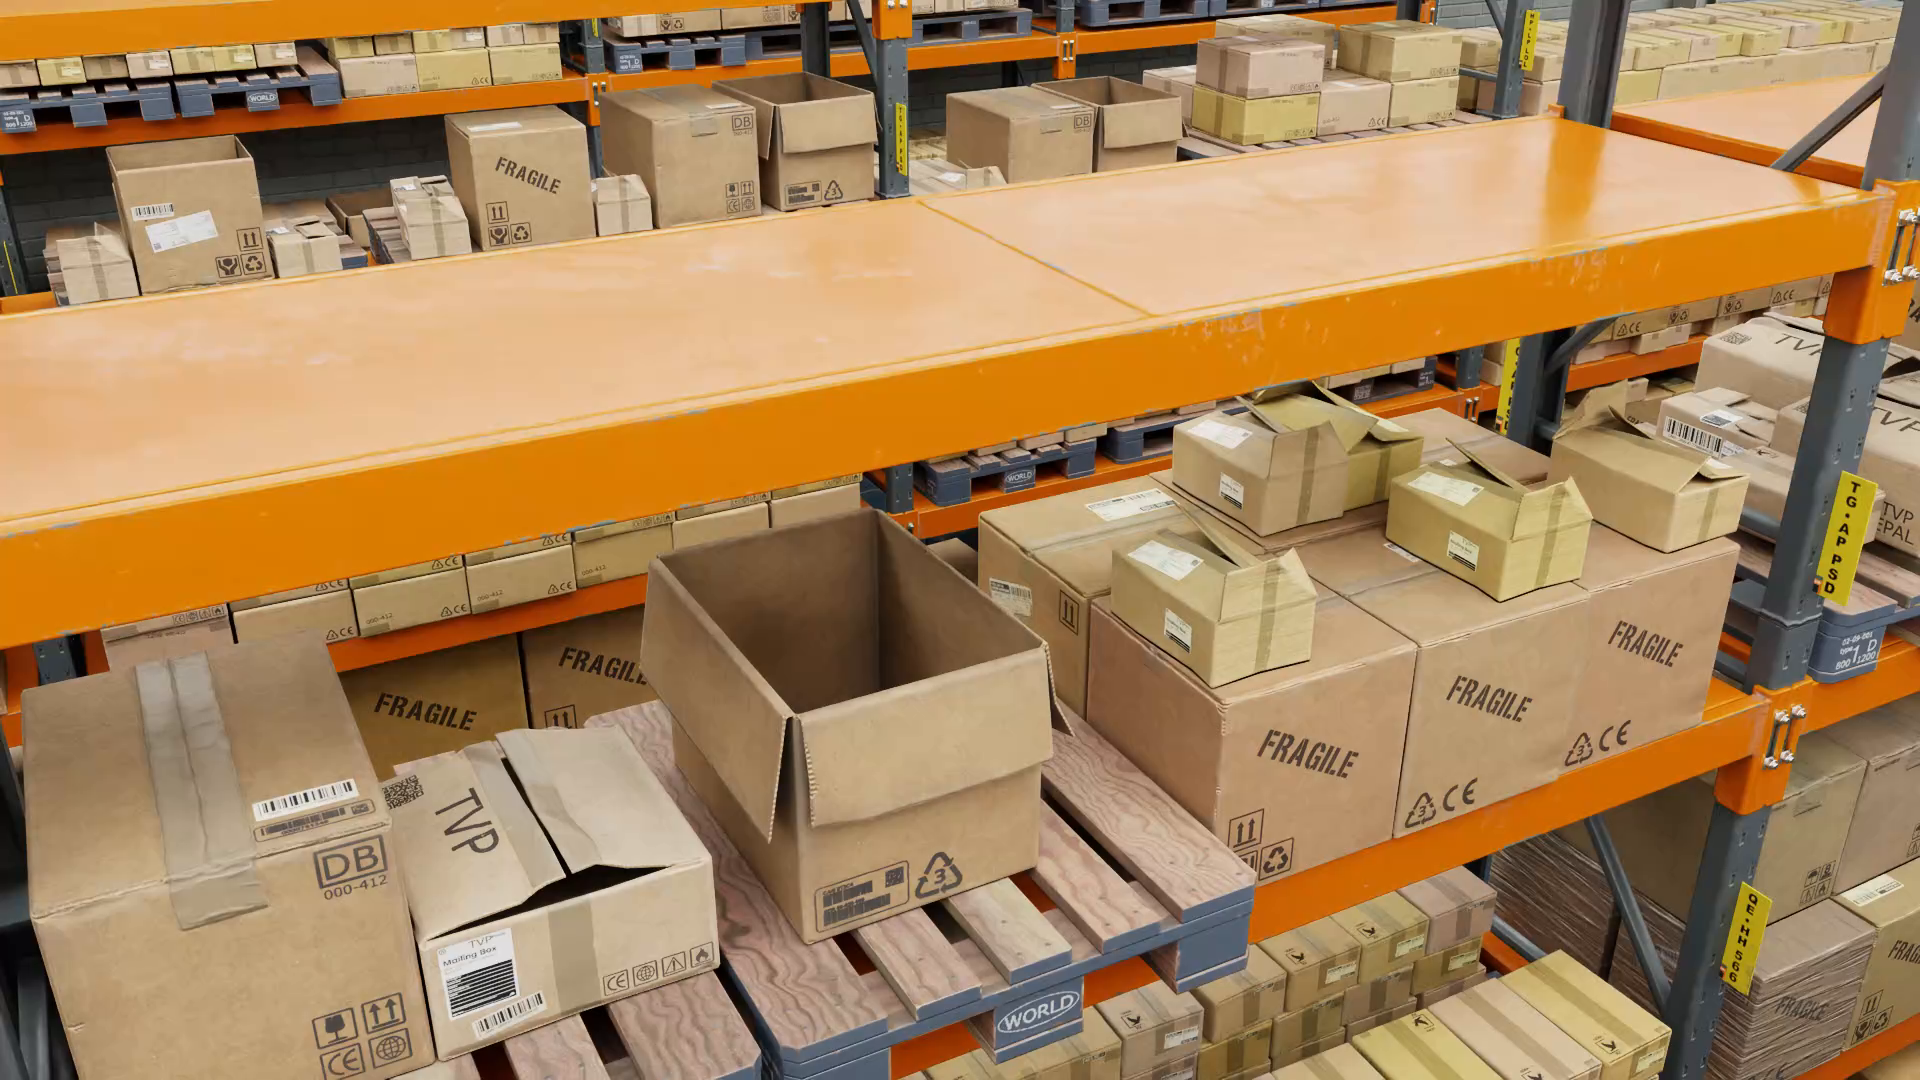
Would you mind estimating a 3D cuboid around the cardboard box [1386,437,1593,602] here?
[{"bbox_3d":[1.206,-0.076,3.779,0.258,0.266,0.396,-13,29,-25],"label":"cardboard box"}]

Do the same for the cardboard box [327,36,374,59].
[{"bbox_3d":[-4.219,-3.438,11.494,0.250,0.149,0.380,-12,28,-24],"label":"cardboard box"}]

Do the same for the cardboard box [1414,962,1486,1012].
[{"bbox_3d":[1.396,1.313,5.157,0.250,0.149,0.380,-13,29,-26],"label":"cardboard box"}]

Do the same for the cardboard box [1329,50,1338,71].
[{"bbox_3d":[2.293,-2.818,10.178,0.500,0.250,0.500,-14,29,-26],"label":"cardboard box"}]

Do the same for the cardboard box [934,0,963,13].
[{"bbox_3d":[-0.169,-4.338,13.346,0.250,0.149,0.380,-13,29,-25],"label":"cardboard box"}]

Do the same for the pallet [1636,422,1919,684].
[{"bbox_3d":[2.429,-0.044,4.930,1.003,0.211,1.213,-12,28,-23],"label":"pallet"}]

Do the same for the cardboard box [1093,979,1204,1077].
[{"bbox_3d":[0.461,1.264,4.571,0.250,0.149,0.380,-12,28,-23],"label":"cardboard box"}]

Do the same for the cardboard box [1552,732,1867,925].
[{"bbox_3d":[2.287,0.791,5.167,0.500,0.500,0.700,-13,29,-25],"label":"cardboard box"}]

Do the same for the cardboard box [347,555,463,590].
[{"bbox_3d":[-2.636,-0.030,7.744,0.500,0.250,0.500,-13,28,-24],"label":"cardboard box"}]

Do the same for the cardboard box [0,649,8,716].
[{"bbox_3d":[-4.351,0.467,6.999,0.500,0.500,0.500,-13,28,-25],"label":"cardboard box"}]

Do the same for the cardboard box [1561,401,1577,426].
[{"bbox_3d":[4.112,-0.728,11.428,0.500,0.500,0.500,-12,28,-23],"label":"cardboard box"}]

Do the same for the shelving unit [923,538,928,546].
[{"bbox_3d":[0.006,-0.677,11.230,0.755,1.500,0.431,-13,29,-25],"label":"shelving unit"}]

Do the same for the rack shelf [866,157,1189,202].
[{"bbox_3d":[1.232,-1.930,9.472,4.000,0.370,1.077,-13,29,-25],"label":"rack shelf"}]

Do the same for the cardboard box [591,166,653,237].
[{"bbox_3d":[-1.583,-1.562,7.544,0.258,0.266,0.396,-14,29,-26],"label":"cardboard box"}]

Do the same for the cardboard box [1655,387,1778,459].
[{"bbox_3d":[2.311,-0.312,4.941,0.250,0.166,0.380,-13,29,-25],"label":"cardboard box"}]

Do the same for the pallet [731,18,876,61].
[{"bbox_3d":[-1.329,-4.058,13.292,1.213,0.211,1.003,-12,28,-23],"label":"pallet"}]

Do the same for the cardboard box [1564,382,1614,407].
[{"bbox_3d":[4.236,-1.015,11.276,0.250,0.149,0.380,-12,28,-23],"label":"cardboard box"}]

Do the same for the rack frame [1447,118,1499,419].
[{"bbox_3d":[2.997,-1.310,10.814,0.127,3.000,1.000,-13,29,-25],"label":"rack frame"}]

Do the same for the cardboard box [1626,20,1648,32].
[{"bbox_3d":[4.287,-3.346,10.959,0.250,0.149,0.380,-13,28,-25],"label":"cardboard box"}]

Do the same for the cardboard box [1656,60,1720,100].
[{"bbox_3d":[4.413,-2.919,10.530,0.500,0.250,0.500,-13,28,-25],"label":"cardboard box"}]

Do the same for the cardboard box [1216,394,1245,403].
[{"bbox_3d":[1.485,-0.959,9.889,0.250,0.149,0.380,-14,29,-27],"label":"cardboard box"}]

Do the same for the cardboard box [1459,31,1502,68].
[{"bbox_3d":[3.174,-3.056,10.355,0.250,0.149,0.380,-12,28,-24],"label":"cardboard box"}]

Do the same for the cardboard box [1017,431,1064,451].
[{"bbox_3d":[0.370,-0.649,9.244,0.250,0.149,0.380,-15,29,-28],"label":"cardboard box"}]

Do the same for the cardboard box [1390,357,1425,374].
[{"bbox_3d":[2.673,-1.176,10.340,0.250,0.149,0.380,-13,28,-24],"label":"cardboard box"}]

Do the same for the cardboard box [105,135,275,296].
[{"bbox_3d":[-3.148,-1.336,6.802,0.500,0.500,0.500,-14,29,-26],"label":"cardboard box"}]

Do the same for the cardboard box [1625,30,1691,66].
[{"bbox_3d":[4.321,-3.075,10.395,0.250,0.149,0.380,-14,29,-27],"label":"cardboard box"}]

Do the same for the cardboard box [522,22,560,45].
[{"bbox_3d":[-3.071,-3.690,12.019,0.250,0.149,0.380,-12,28,-24],"label":"cardboard box"}]

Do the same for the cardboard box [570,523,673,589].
[{"bbox_3d":[-1.752,-0.019,8.299,0.500,0.250,0.500,-13,29,-26],"label":"cardboard box"}]

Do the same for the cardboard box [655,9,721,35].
[{"bbox_3d":[-2.117,-4.076,12.394,0.500,0.500,0.500,-13,28,-25],"label":"cardboard box"}]

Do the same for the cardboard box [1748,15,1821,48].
[{"bbox_3d":[5.438,-3.365,10.999,0.250,0.149,0.380,-13,29,-25],"label":"cardboard box"}]

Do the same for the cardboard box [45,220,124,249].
[{"bbox_3d":[-5.869,-1.823,11.282,0.500,0.500,0.700,-12,28,-24],"label":"cardboard box"}]

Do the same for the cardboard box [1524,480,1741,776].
[{"bbox_3d":[1.502,0.191,4.108,0.500,0.500,0.500,-13,29,-25],"label":"cardboard box"}]

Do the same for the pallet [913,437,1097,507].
[{"bbox_3d":[0.046,-0.594,9.546,1.003,0.211,1.213,-13,29,-25],"label":"pallet"}]

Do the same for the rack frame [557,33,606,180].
[{"bbox_3d":[-2.871,-2.390,13.064,0.127,3.000,1.000,-13,29,-25],"label":"rack frame"}]

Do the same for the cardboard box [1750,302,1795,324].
[{"bbox_3d":[5.677,-1.651,11.816,0.250,0.149,0.380,-12,28,-24],"label":"cardboard box"}]

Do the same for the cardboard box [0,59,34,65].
[{"bbox_3d":[-5.931,-3.076,10.373,0.250,0.149,0.380,-12,28,-24],"label":"cardboard box"}]

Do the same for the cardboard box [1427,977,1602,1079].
[{"bbox_3d":[1.447,1.356,4.380,0.250,0.149,0.380,-13,29,-26],"label":"cardboard box"}]

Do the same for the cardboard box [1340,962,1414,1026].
[{"bbox_3d":[1.127,1.243,4.960,0.250,0.149,0.380,-12,28,-23],"label":"cardboard box"}]

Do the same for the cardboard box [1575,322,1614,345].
[{"bbox_3d":[3.949,-1.583,10.925,0.500,0.500,0.500,-13,29,-25],"label":"cardboard box"}]

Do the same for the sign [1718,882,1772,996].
[{"bbox_3d":[2.150,1.094,4.562,0.005,0.325,0.100,-13,29,-25],"label":"sign"}]

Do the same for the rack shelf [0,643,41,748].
[{"bbox_3d":[-5.826,1.051,6.728,4.000,0.370,1.077,-13,29,-25],"label":"rack shelf"}]

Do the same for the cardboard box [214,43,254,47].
[{"bbox_3d":[-4.826,-3.365,10.975,0.250,0.149,0.380,-13,28,-25],"label":"cardboard box"}]

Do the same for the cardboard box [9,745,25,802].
[{"bbox_3d":[-4.666,1.372,7.703,0.875,0.438,0.875,-13,29,-26],"label":"cardboard box"}]

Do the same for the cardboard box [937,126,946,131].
[{"bbox_3d":[-0.014,-3.518,14.548,0.250,0.149,0.380,-14,29,-27],"label":"cardboard box"}]

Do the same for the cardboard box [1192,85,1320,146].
[{"bbox_3d":[1.651,-2.405,9.318,0.500,0.250,0.500,-13,28,-24],"label":"cardboard box"}]

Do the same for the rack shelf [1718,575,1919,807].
[{"bbox_3d":[3.651,-0.060,5.578,4.000,0.370,1.077,-13,29,-25],"label":"rack shelf"}]

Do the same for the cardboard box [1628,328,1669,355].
[{"bbox_3d":[4.559,-1.395,11.282,0.250,0.149,0.380,-13,28,-25],"label":"cardboard box"}]

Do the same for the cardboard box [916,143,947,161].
[{"bbox_3d":[-0.168,-3.194,13.875,0.250,0.149,0.380,-14,29,-27],"label":"cardboard box"}]

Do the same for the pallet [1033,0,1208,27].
[{"bbox_3d":[1.399,-4.700,14.513,1.213,0.211,1.003,-13,29,-25],"label":"pallet"}]

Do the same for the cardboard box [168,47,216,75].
[{"bbox_3d":[-5.050,-3.166,10.906,0.250,0.149,0.380,-13,29,-26],"label":"cardboard box"}]

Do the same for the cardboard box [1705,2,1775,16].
[{"bbox_3d":[5.396,-3.621,11.531,0.250,0.149,0.380,-13,29,-25],"label":"cardboard box"}]

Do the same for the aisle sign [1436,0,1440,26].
[{"bbox_3d":[4.384,-5.092,15.689,0.004,0.787,0.394,-13,29,-25],"label":"aisle sign"}]

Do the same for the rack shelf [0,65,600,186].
[{"bbox_3d":[-4.636,-3.010,11.722,4.000,0.370,1.077,-13,29,-25],"label":"rack shelf"}]

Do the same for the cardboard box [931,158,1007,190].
[{"bbox_3d":[0.051,-1.838,8.604,0.258,0.266,0.396,-13,29,-25],"label":"cardboard box"}]

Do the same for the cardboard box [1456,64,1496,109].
[{"bbox_3d":[3.261,-2.921,10.535,0.500,0.250,0.500,-13,29,-26],"label":"cardboard box"}]

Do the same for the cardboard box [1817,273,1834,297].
[{"bbox_3d":[6.177,-2.088,11.976,0.500,0.500,0.500,-14,29,-26],"label":"cardboard box"}]

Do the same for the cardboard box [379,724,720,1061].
[{"bbox_3d":[-0.768,0.589,3.012,0.500,0.311,0.500,-13,29,-26],"label":"cardboard box"}]
